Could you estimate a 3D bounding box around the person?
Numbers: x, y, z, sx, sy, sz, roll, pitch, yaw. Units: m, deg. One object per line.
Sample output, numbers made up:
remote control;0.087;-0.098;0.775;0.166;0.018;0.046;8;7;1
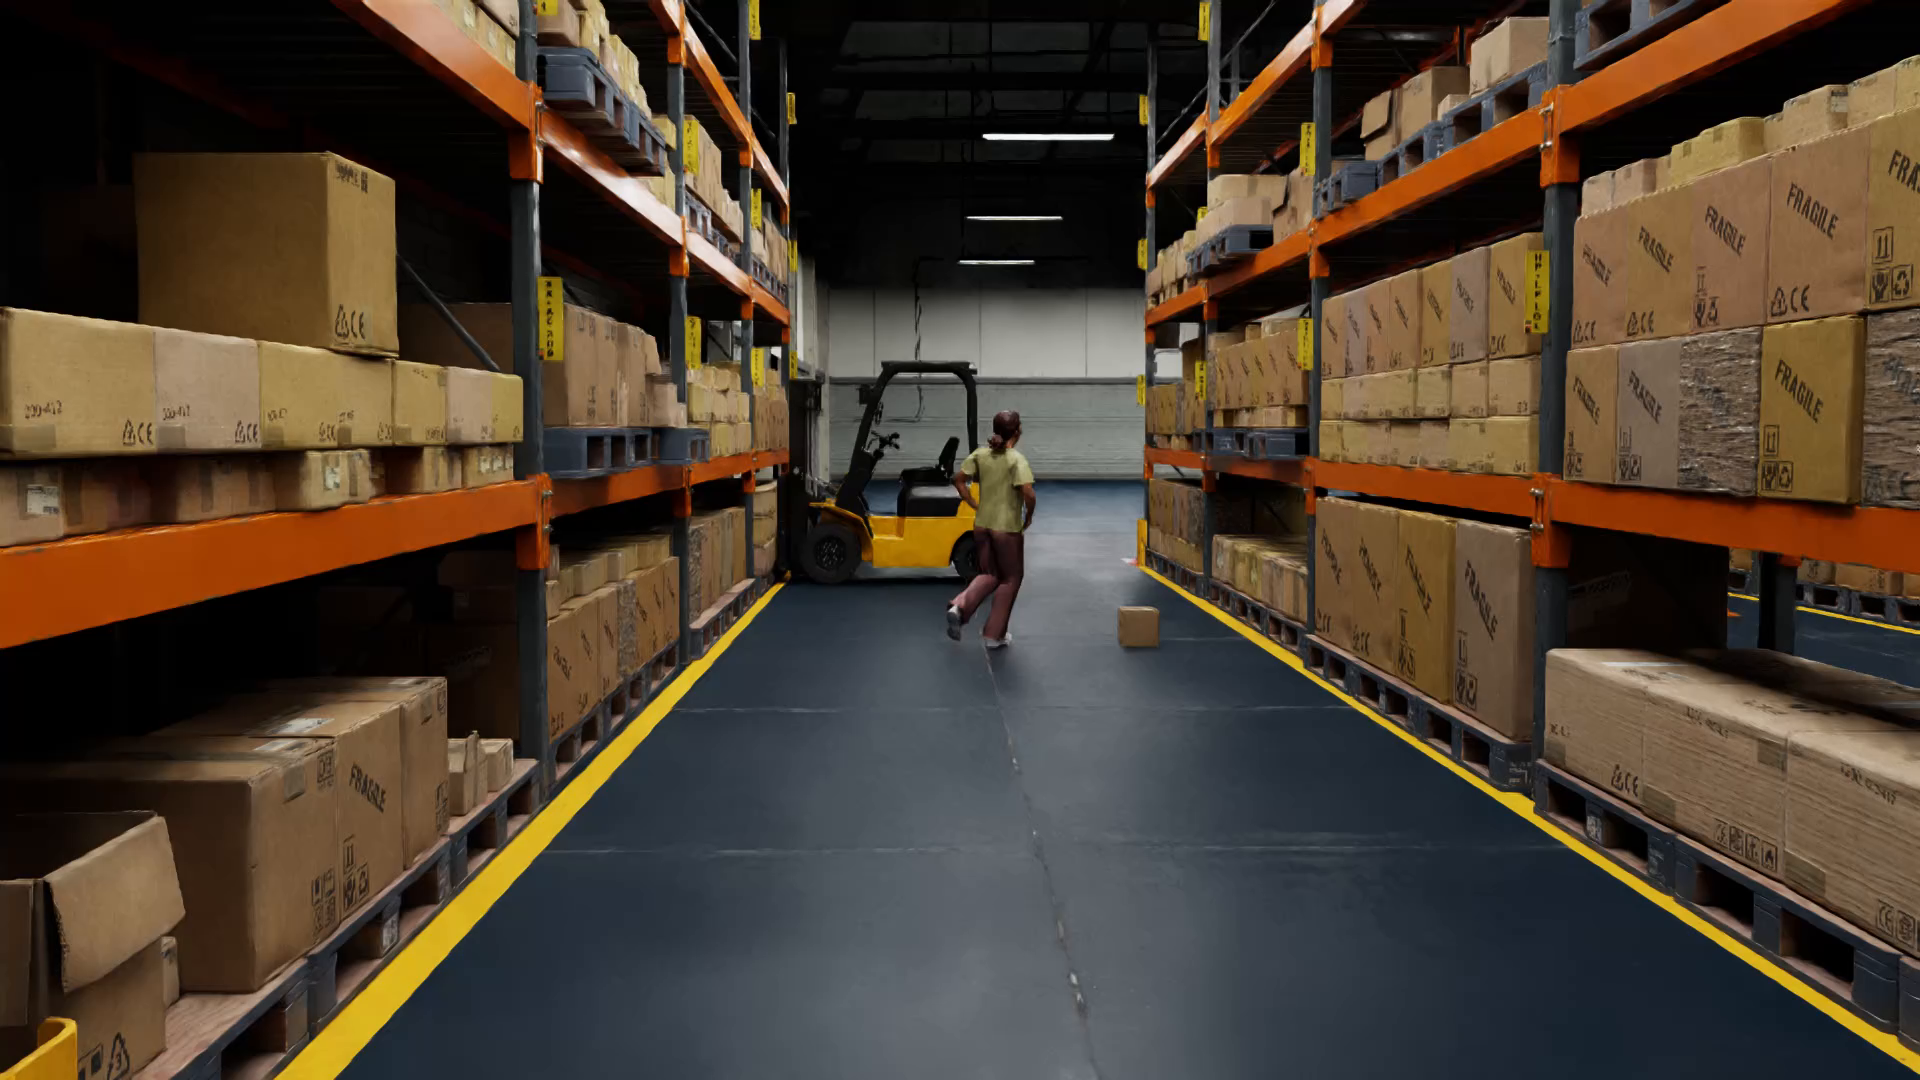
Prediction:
person;0.277;-0.066;11.205;0.610;1.623;0.652;3;5;39
